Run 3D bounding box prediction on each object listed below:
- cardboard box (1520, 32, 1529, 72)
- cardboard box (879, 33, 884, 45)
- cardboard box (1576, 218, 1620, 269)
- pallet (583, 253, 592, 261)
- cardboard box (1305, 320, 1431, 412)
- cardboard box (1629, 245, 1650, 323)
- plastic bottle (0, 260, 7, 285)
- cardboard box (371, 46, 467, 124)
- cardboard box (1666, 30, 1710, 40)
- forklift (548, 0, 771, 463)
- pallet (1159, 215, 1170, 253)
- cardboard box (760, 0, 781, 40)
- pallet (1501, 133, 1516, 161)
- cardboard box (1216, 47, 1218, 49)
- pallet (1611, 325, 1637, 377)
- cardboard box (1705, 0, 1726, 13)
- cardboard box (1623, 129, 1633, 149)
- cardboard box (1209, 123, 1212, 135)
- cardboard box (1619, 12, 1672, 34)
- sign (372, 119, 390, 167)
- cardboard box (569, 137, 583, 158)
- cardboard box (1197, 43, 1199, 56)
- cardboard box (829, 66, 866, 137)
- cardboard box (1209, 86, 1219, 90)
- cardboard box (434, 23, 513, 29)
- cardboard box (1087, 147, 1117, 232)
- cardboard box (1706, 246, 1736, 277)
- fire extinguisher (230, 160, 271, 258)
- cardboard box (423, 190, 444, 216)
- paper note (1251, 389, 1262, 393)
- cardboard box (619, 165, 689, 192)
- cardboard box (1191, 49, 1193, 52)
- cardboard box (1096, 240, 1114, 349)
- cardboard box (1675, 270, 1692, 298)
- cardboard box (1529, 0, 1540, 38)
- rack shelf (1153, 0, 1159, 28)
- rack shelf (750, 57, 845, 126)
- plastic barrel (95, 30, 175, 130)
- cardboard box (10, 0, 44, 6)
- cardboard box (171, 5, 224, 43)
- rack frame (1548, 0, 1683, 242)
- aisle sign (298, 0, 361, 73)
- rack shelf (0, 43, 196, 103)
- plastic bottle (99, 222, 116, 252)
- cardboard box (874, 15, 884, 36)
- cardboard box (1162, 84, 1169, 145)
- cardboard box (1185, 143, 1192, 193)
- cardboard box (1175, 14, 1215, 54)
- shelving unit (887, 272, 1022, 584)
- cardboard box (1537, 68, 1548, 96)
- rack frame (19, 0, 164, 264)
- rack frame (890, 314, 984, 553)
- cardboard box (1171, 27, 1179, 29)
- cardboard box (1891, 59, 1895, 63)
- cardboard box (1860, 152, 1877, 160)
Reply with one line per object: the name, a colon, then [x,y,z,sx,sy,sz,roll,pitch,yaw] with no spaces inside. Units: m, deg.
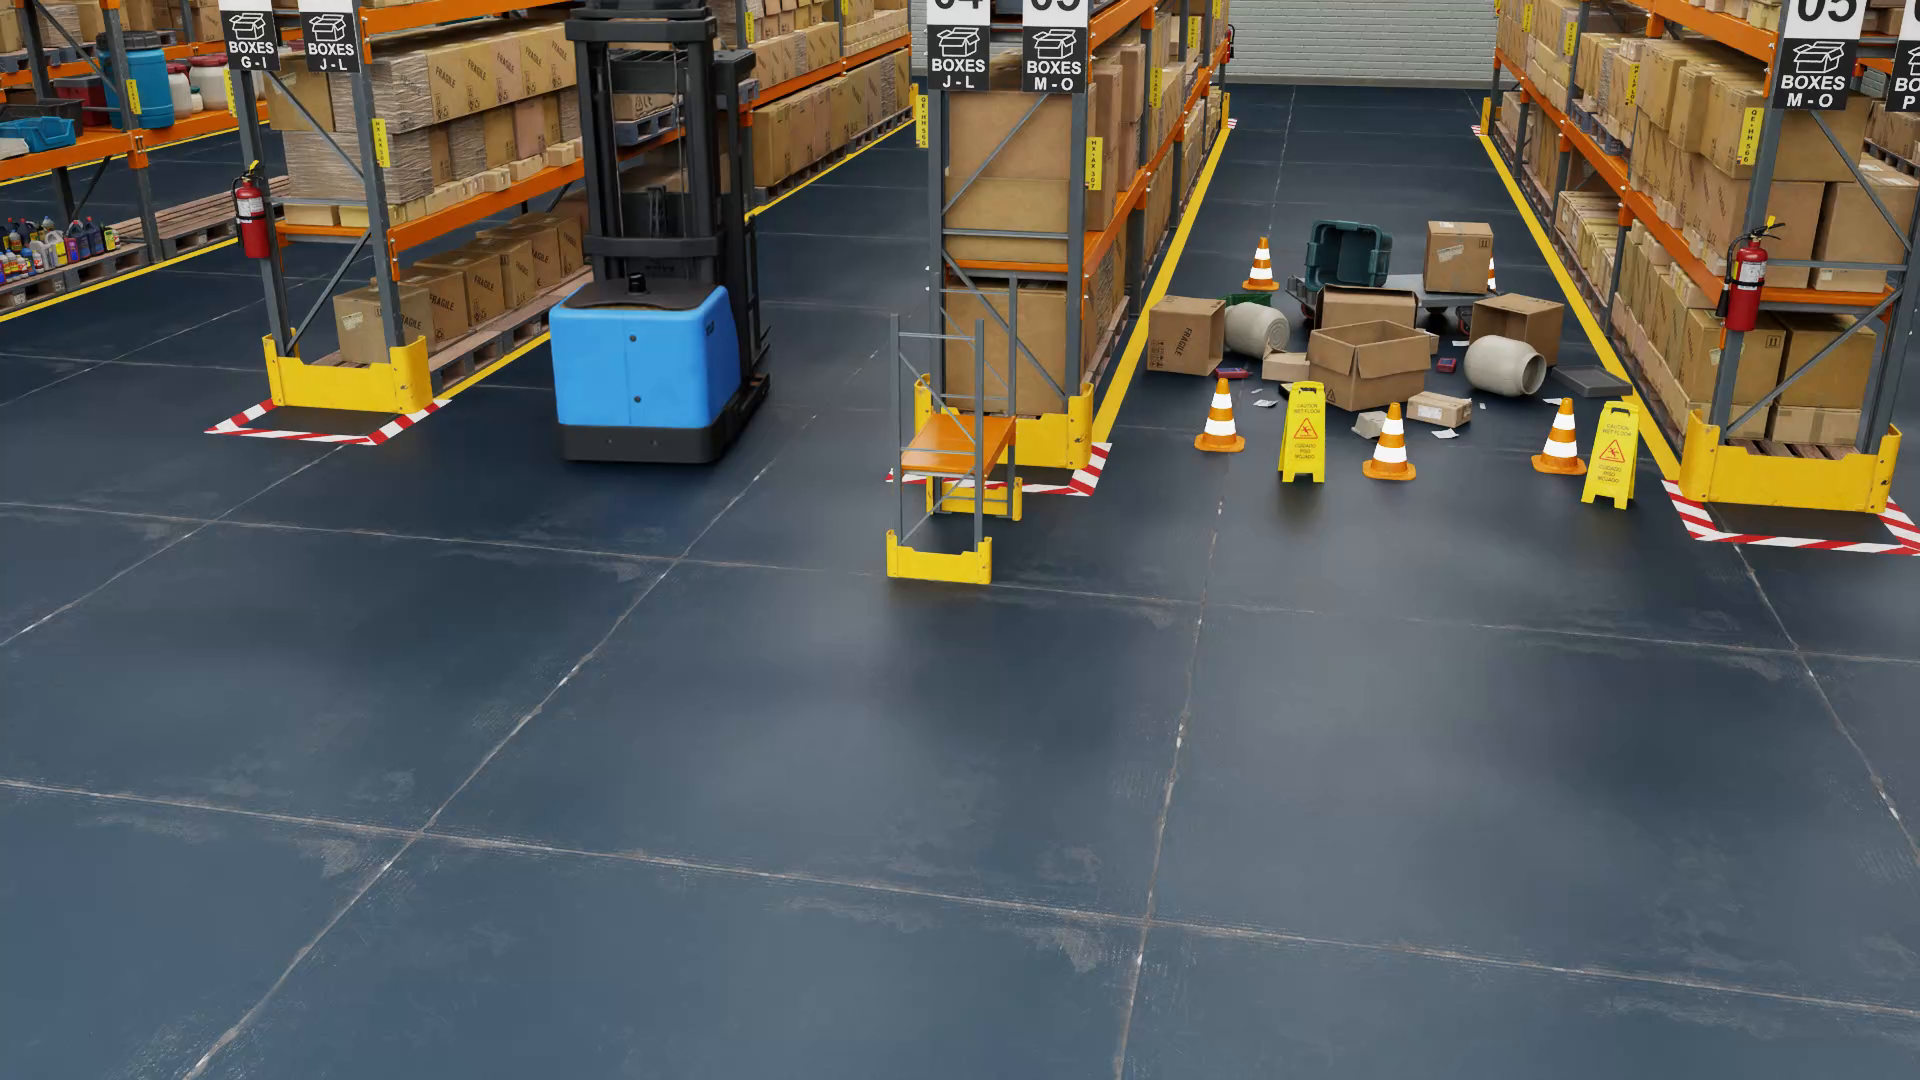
cardboard box: [7.458,-6.254,21.234,0.500,0.500,0.500,5,22,11]
cardboard box: [-1.335,-7.406,24.564,0.380,0.149,0.250,5,22,12]
cardboard box: [6.369,-2.778,15.692,0.950,0.372,0.625,5,23,13]
pallet: [-3.563,-2.840,16.622,1.003,0.211,1.213,4,22,11]
cardboard box: [3.045,-1.307,12.426,0.797,0.503,0.637,-11,25,-26]
cardboard box: [5.498,-1.968,12.840,0.500,0.500,0.500,5,23,13]
plastic bottle: [-8.647,-2.428,14.914,0.061,0.283,0.133,5,22,12]
cardboard box: [-4.049,-3.396,12.401,0.500,0.500,0.500,4,22,11]
cardboard box: [6.739,-4.616,15.337,0.380,0.149,0.250,3,22,8]
forklift: [-2.025,-2.371,11.818,1.130,2.935,3.031,2,22,4]
pallet: [1.696,-3.320,17.815,1.003,0.211,1.213,4,22,11]
cardboard box: [-2.604,-6.327,20.072,0.797,0.503,0.637,5,22,12]
pallet: [8.092,-5.445,23.091,1.003,0.211,1.213,4,22,11]
cardboard box: [3.537,-7.194,24.038,0.380,0.149,0.250,3,22,9]
pallet: [5.878,-1.551,13.422,1.003,0.211,1.213,4,22,11]
cardboard box: [5.233,-3.622,11.152,0.380,0.149,0.250,4,22,10]
cardboard box: [5.816,-3.380,14.006,0.380,0.149,0.250,5,22,12]
cardboard box: [3.361,-5.818,23.538,0.380,0.149,0.250,4,22,9]
cardboard box: [7.137,-5.228,17.346,0.500,0.500,0.500,4,22,9]
sign: [-4.006,-2.746,11.497,0.100,0.325,0.005,4,22,11]
cardboard box: [-3.537,-3.540,14.965,0.380,0.149,0.250,4,22,11]
cardboard box: [2.807,-6.182,20.962,0.380,0.149,0.250,5,22,11]
cardboard box: [-1.875,-6.219,23.561,0.875,0.875,0.875,4,22,11]
cardboard box: [3.703,-6.757,25.074,0.380,0.149,0.250,5,22,12]
cardboard box: [-4.162,-4.168,14.318,0.500,0.500,0.500,4,22,11]
cardboard box: [0.658,-2.577,12.037,0.875,0.550,0.550,4,22,11]
cardboard box: [4.975,-1.768,10.564,0.380,0.149,0.250,4,22,10]
fire extinguisher: [-5.011,-2.343,11.759,0.296,0.674,0.183,4,22,11]
cardboard box: [-4.110,-2.535,12.470,0.380,0.149,0.250,4,22,11]
paper note: [2.260,-1.133,12.655,0.032,0.001,0.123,18,28,38]
cardboard box: [-3.231,-3.698,17.776,0.700,0.500,0.500,6,23,15]
cardboard box: [2.593,-5.932,19.944,0.380,0.149,0.250,5,22,11]
cardboard box: [0.737,-2.088,13.305,0.875,0.875,0.875,5,22,11]
cardboard box: [5.136,-1.742,11.410,0.380,0.149,0.250,5,22,12]
cardboard box: [7.242,-6.390,20.232,0.500,0.500,0.500,5,22,12]
rack shelf: [1.522,-5.222,15.753,1.077,0.370,4.000,4,22,11]
rack shelf: [-2.496,-5.709,20.977,1.077,0.370,4.000,4,22,11]
plastic barrel: [-8.194,-4.577,16.531,0.600,0.901,0.708,4,22,11]
cardboard box: [-16.051,-9.055,27.920,0.980,0.700,0.700,4,22,10]
cardboard box: [-11.415,-7.743,24.929,0.500,0.500,0.500,5,22,12]
rack frame: [6.797,-4.556,17.150,1.000,3.000,0.127,4,22,11]
aisle sign: [-4.256,-3.546,11.163,0.394,0.787,0.004,4,22,11]
rack shelf: [-12.194,-6.466,22.855,1.077,0.370,4.000,4,22,11]
plastic bottle: [-8.345,-2.969,16.257,0.061,0.283,0.133,6,23,14]
cardboard box: [-1.421,-7.546,24.376,0.500,0.250,0.500,4,22,11]
cardboard box: [1.692,-4.019,15.683,0.500,0.500,0.500,4,22,11]
cardboard box: [2.424,-4.355,19.435,0.500,0.500,0.500,5,22,12]
cardboard box: [3.094,-6.705,21.956,0.500,0.500,0.500,4,22,10]
shelving unit: [-0.016,-0.668,9.504,0.587,1.500,1.083,4,22,11]
cardboard box: [6.930,-5.251,19.076,0.500,0.250,0.500,4,22,10]
rack frame: [-8.569,-4.226,16.331,1.000,3.000,0.127,4,22,11]
rack frame: [-0.121,-0.479,9.034,0.500,1.500,0.032,4,22,11]
cardboard box: [2.536,-5.976,19.655,0.380,0.149,0.250,4,22,10]
cardboard box: [12.642,-6.421,22.119,0.380,0.149,0.250,4,22,9]
cardboard box: [5.738,-2.343,11.123,0.500,0.500,0.500,4,22,10]
